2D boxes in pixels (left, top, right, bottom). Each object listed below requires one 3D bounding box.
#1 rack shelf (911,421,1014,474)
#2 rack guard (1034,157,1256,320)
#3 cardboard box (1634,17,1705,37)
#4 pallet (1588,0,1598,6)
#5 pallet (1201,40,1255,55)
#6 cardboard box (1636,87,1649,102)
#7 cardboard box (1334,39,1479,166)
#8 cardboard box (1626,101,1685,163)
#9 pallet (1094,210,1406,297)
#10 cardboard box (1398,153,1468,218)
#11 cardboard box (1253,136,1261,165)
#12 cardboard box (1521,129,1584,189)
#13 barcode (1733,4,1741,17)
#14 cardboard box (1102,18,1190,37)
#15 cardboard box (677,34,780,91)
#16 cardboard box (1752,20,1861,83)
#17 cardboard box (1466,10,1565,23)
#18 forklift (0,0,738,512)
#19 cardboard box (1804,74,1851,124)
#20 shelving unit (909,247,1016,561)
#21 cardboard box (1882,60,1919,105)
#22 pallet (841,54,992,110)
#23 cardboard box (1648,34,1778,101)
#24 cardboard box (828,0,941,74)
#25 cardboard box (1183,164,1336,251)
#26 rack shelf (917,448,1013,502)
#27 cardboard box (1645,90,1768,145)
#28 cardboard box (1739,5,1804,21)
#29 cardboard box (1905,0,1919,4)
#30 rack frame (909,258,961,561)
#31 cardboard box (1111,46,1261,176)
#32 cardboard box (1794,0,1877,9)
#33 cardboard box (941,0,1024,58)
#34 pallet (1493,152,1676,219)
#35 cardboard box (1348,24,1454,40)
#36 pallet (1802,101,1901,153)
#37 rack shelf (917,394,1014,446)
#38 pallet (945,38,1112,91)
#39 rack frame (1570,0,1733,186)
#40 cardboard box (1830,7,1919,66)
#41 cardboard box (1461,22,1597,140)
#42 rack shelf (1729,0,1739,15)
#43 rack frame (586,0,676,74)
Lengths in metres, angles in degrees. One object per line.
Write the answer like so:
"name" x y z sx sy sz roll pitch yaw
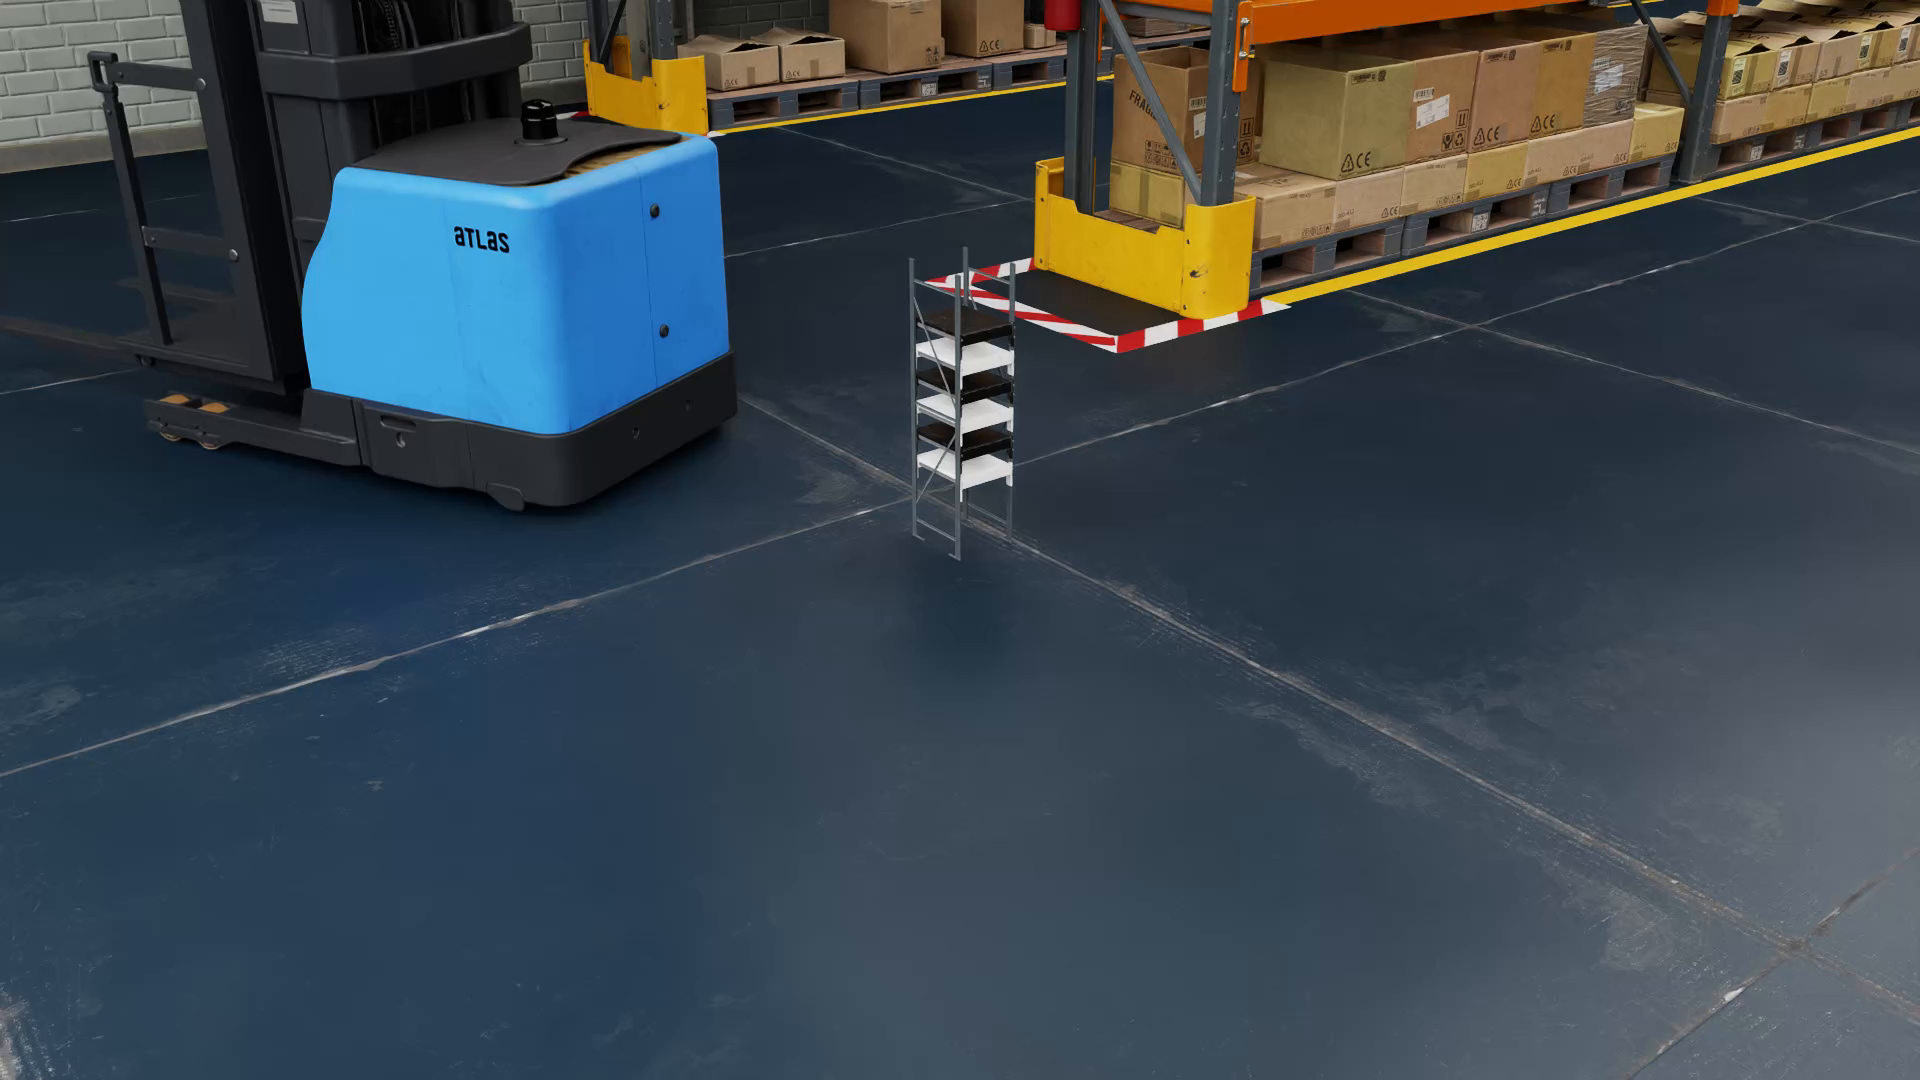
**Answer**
"rack shelf" 0.006 -0.298 5.117 0.200 0.077 0.258 -18 31 -34
"rack guard" 0.832 -1.427 7.732 0.348 0.500 1.175 -18 31 -34
"cardboard box" 4.546 -3.142 10.557 0.500 0.311 0.500 -17 30 -33
"pallet" 5.713 -5.516 16.884 1.213 0.211 1.003 -18 31 -34
"pallet" 2.511 -4.503 14.702 1.213 0.211 1.003 -18 31 -34
"cardboard box" 4.146 -2.754 10.387 0.500 0.250 0.500 -19 31 -35
"cardboard box" 2.188 -2.181 8.263 0.500 0.500 0.500 -18 31 -34
"cardboard box" 3.768 -2.357 9.533 0.500 0.250 0.500 -18 31 -34
"pallet" 1.427 -1.515 8.264 1.213 0.211 1.003 -18 31 -34
"cardboard box" 2.195 -1.837 8.413 0.500 0.250 0.500 -18 31 -34
"cardboard box" 1.477 -1.882 8.509 0.500 0.250 0.500 -18 31 -34
"cardboard box" 2.985 -2.096 8.970 0.500 0.250 0.500 -18 31 -34
"barcode" 4.456 -3.036 9.535 0.075 0.075 0.001 -18 31 -34
"cardboard box" 1.508 -4.509 13.849 0.500 0.500 0.700 -17 30 -32
"cardboard box" -1.609 -3.337 11.549 0.500 0.311 0.500 -23 33 -40
"cardboard box" 5.281 -3.092 10.451 0.500 0.311 0.500 -19 31 -36
"cardboard box" 3.052 -2.741 9.469 0.500 0.500 0.500 -18 31 -34
"forklift" -2.368 -1.836 5.724 3.031 2.935 1.130 12 27 24
"cardboard box" 5.278 -2.840 10.574 0.500 0.250 0.500 -19 31 -36
"shelving unit" 0.006 -0.410 5.065 0.210 0.900 0.258 -18 31 -34
"cardboard box" 6.082 -3.107 11.148 0.500 0.250 0.500 -17 30 -33
"pallet" -0.529 -3.477 12.491 1.213 0.211 1.003 -18 31 -34
"cardboard box" 4.477 -2.829 9.884 0.500 0.311 0.500 -18 30 -34
"cardboard box" -0.552 -3.745 12.203 0.500 0.500 0.700 -21 32 -37
"cardboard box" 1.410 -1.576 7.851 0.500 0.250 0.500 -18 31 -34
"rack shelf" 0.006 -0.217 5.155 0.200 0.077 0.258 -18 31 -34
"cardboard box" 4.469 -2.573 9.997 0.500 0.250 0.500 -19 31 -35
"cardboard box" 5.338 -3.400 11.114 0.500 0.311 0.500 -19 31 -35
"cardboard box" 6.886 -3.626 11.600 0.500 0.311 0.500 -17 30 -33
"rack frame" -0.074 -0.384 5.008 0.006 0.900 0.240 -18 31 -34
"cardboard box" 1.089 -2.089 8.064 0.500 0.500 0.500 -18 31 -34
"cardboard box" 6.145 -3.665 11.686 0.500 0.311 0.500 -19 31 -35
"cardboard box" 0.147 -4.029 12.816 0.500 0.500 0.500 -21 32 -38
"pallet" 3.347 -2.149 9.630 1.213 0.211 1.003 -18 31 -34
"cardboard box" 2.261 -2.483 8.913 0.500 0.500 0.500 -18 31 -34
"pallet" 5.515 -2.865 11.172 1.213 0.211 1.003 -18 31 -34
"rack shelf" 0.006 -0.380 5.079 0.200 0.077 0.258 -18 31 -34
"pallet" 0.432 -3.796 13.178 1.213 0.211 1.003 -18 31 -34
"rack frame" 3.999 -3.607 9.458 0.127 3.000 1.000 -18 31 -34
"cardboard box" 6.082 -3.358 11.024 0.500 0.311 0.500 -18 31 -34
"cardboard box" 2.977 -2.440 8.821 0.500 0.500 0.500 -18 31 -34
"rack shelf" 5.572 -3.800 10.729 4.000 0.370 1.077 -18 31 -34
"rack frame" -2.209 -4.208 10.753 0.127 3.000 1.000 -18 31 -34
